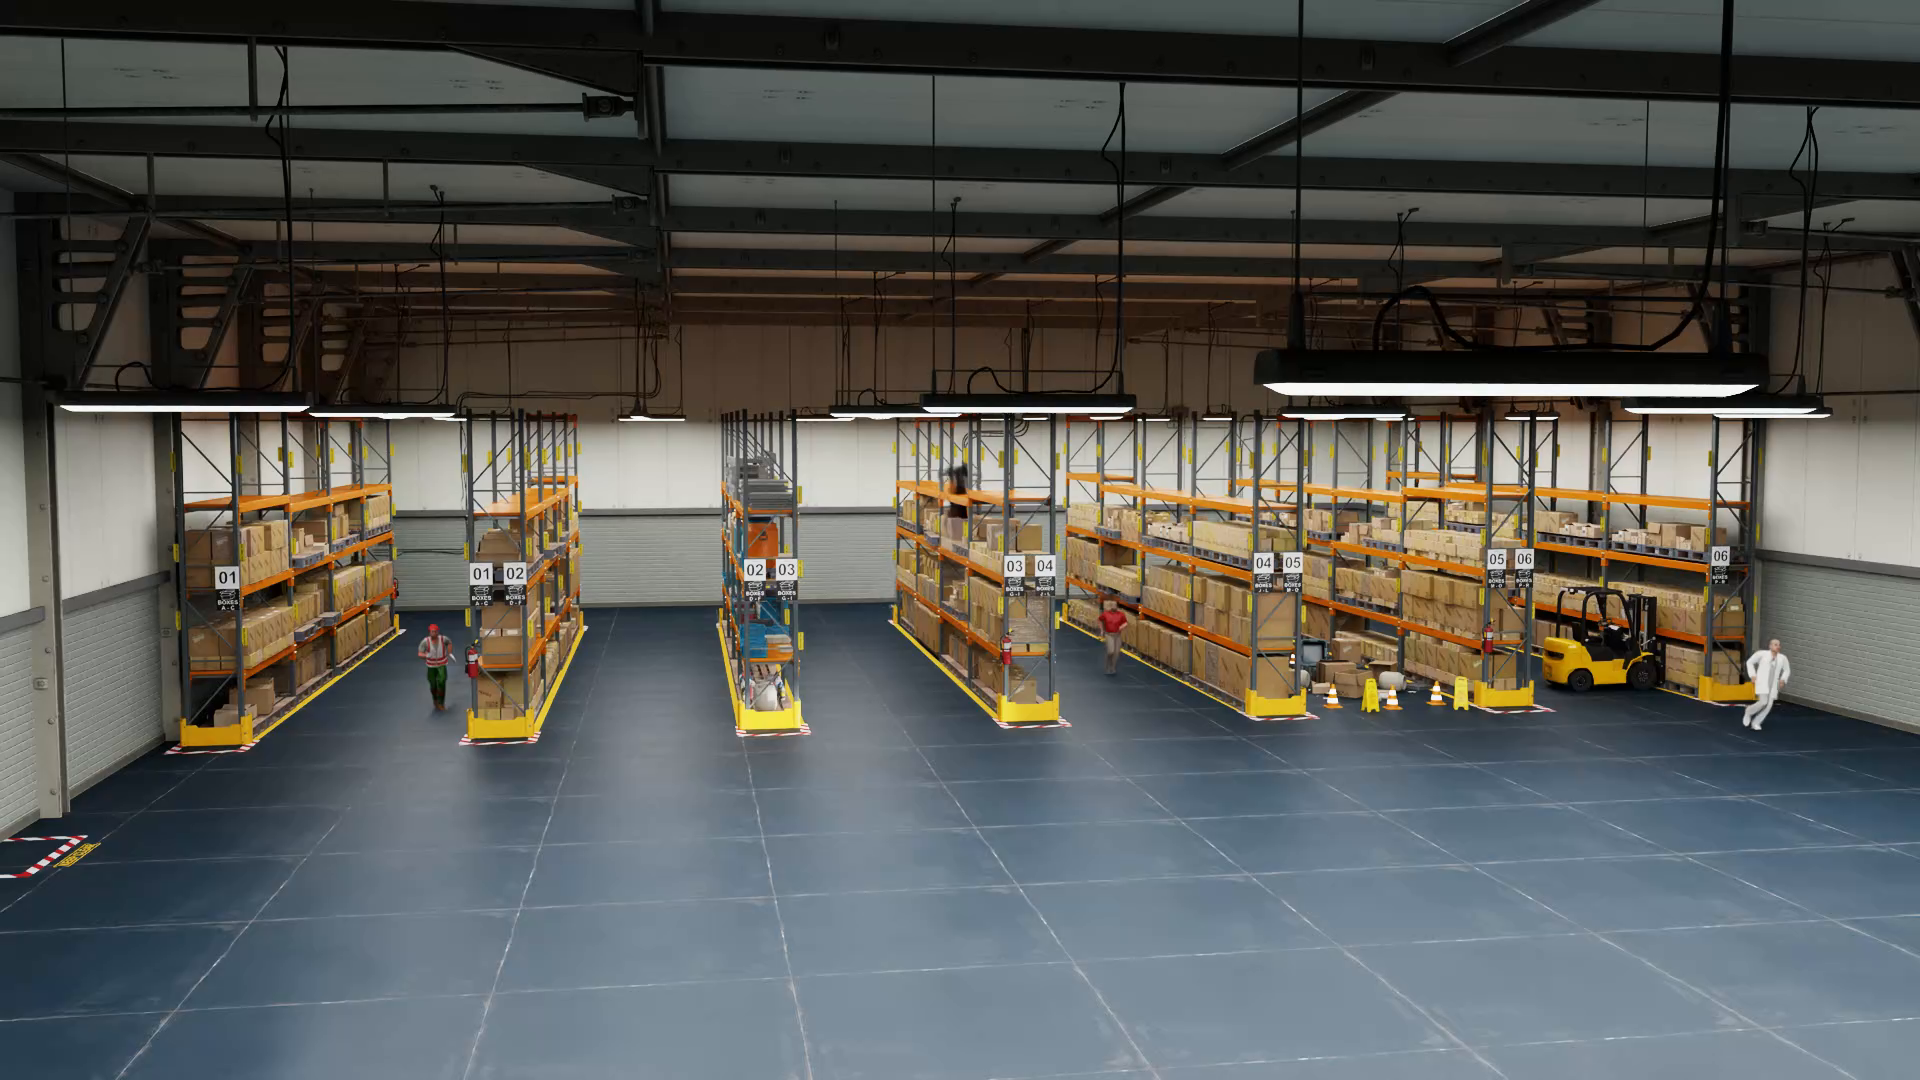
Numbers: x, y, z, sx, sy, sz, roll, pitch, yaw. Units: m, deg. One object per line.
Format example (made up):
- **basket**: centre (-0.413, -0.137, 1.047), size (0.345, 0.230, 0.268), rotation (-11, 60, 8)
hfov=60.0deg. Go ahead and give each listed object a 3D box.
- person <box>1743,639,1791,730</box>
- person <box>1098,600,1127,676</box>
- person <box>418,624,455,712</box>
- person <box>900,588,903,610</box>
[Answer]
- **person**: centre (15.094, 2.701, 31.025), size (0.750, 1.711, 0.600), rotation (0, 4, -2)
- **person**: centre (3.497, 2.235, 37.808), size (0.634, 1.728, 0.699), rotation (-1, 4, -9)
- **person**: centre (-10.463, 2.532, 33.284), size (0.686, 1.752, 0.994), rotation (-1, 4, -13)
- **person**: centre (-1.608, 1.514, 49.379), size (0.500, 1.570, 0.572), rotation (0, 4, 4)
